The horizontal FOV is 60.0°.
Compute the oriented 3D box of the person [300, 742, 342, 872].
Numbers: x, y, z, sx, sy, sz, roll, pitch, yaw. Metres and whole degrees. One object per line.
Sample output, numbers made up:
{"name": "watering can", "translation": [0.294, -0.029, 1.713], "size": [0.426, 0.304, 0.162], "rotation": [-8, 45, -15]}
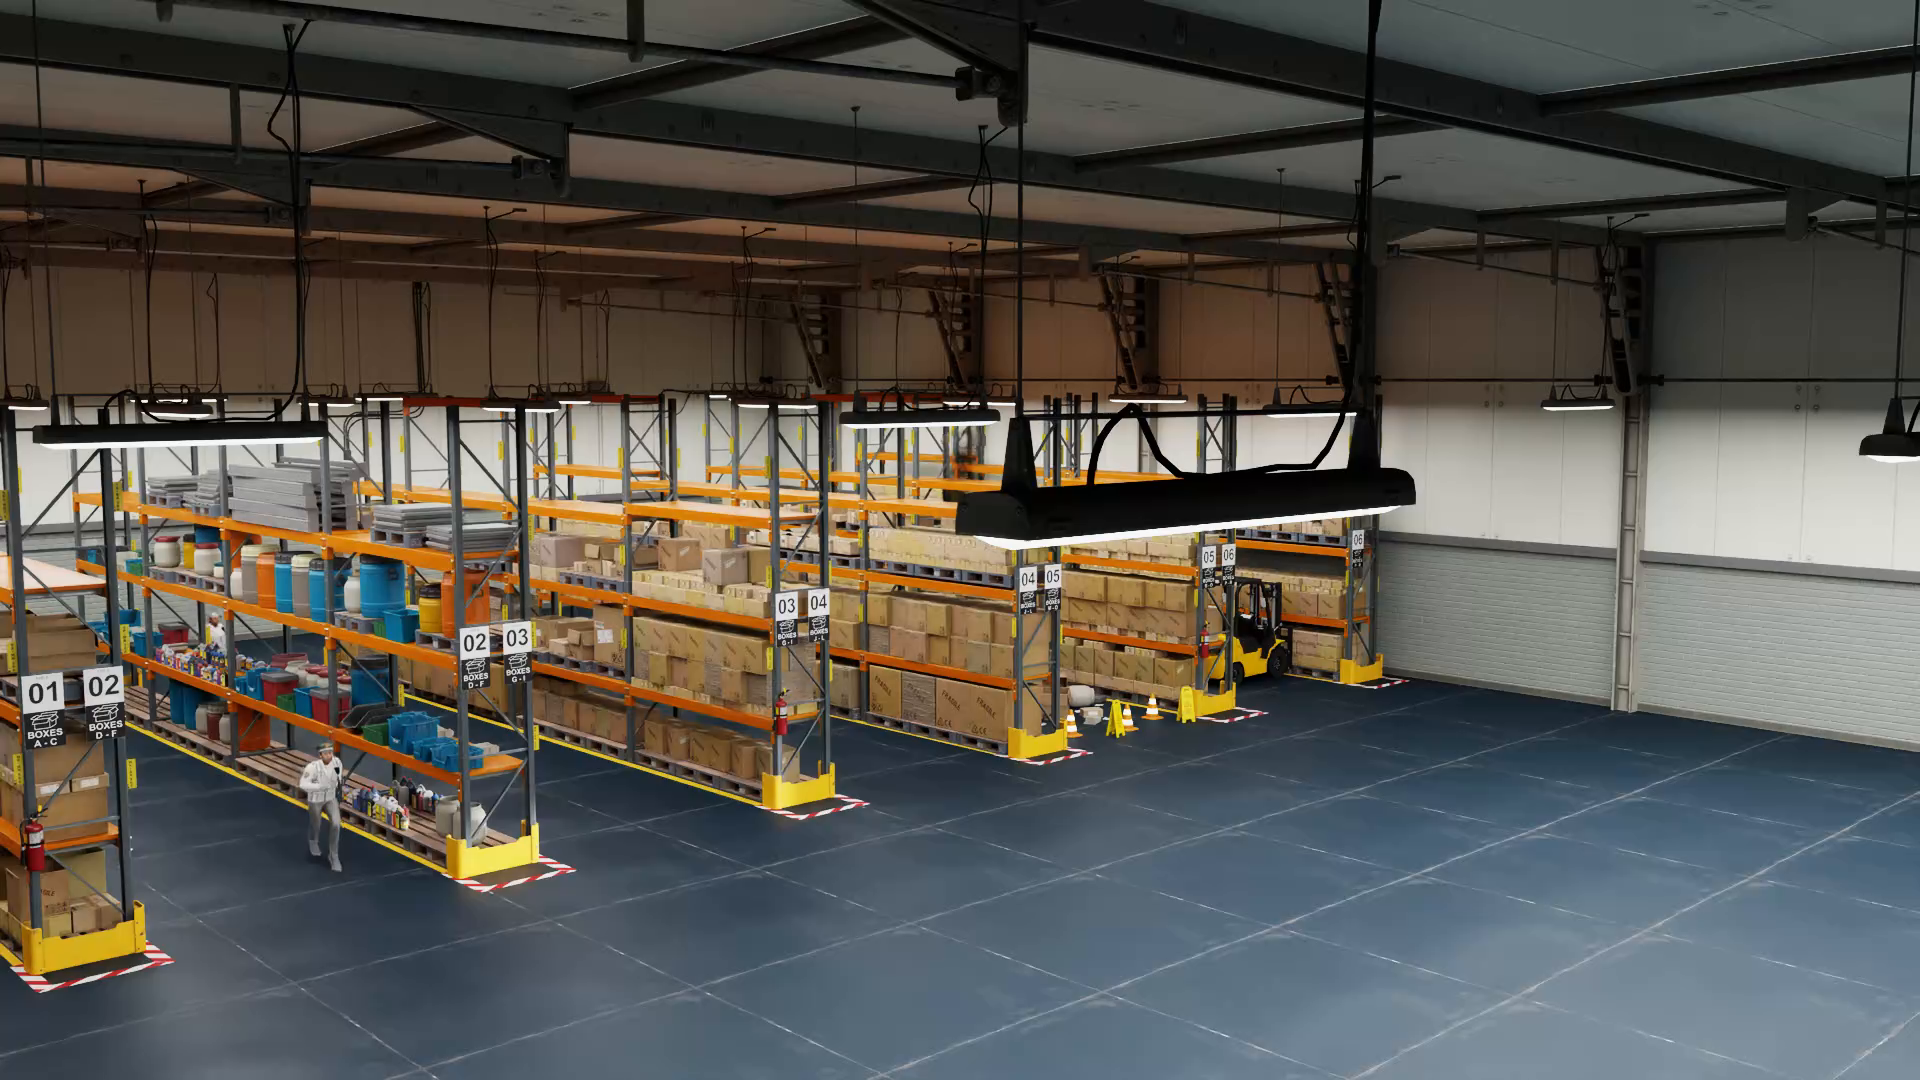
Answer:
{"name": "person", "translation": [-8.328, 3.422, 21.682], "size": [0.610, 1.692, 0.939], "rotation": [-4, 7, -36]}

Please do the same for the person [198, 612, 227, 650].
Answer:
{"name": "person", "translation": [-15.159, 2.270, 33.790], "size": [0.567, 1.626, 0.629], "rotation": [3, 6, 28]}
